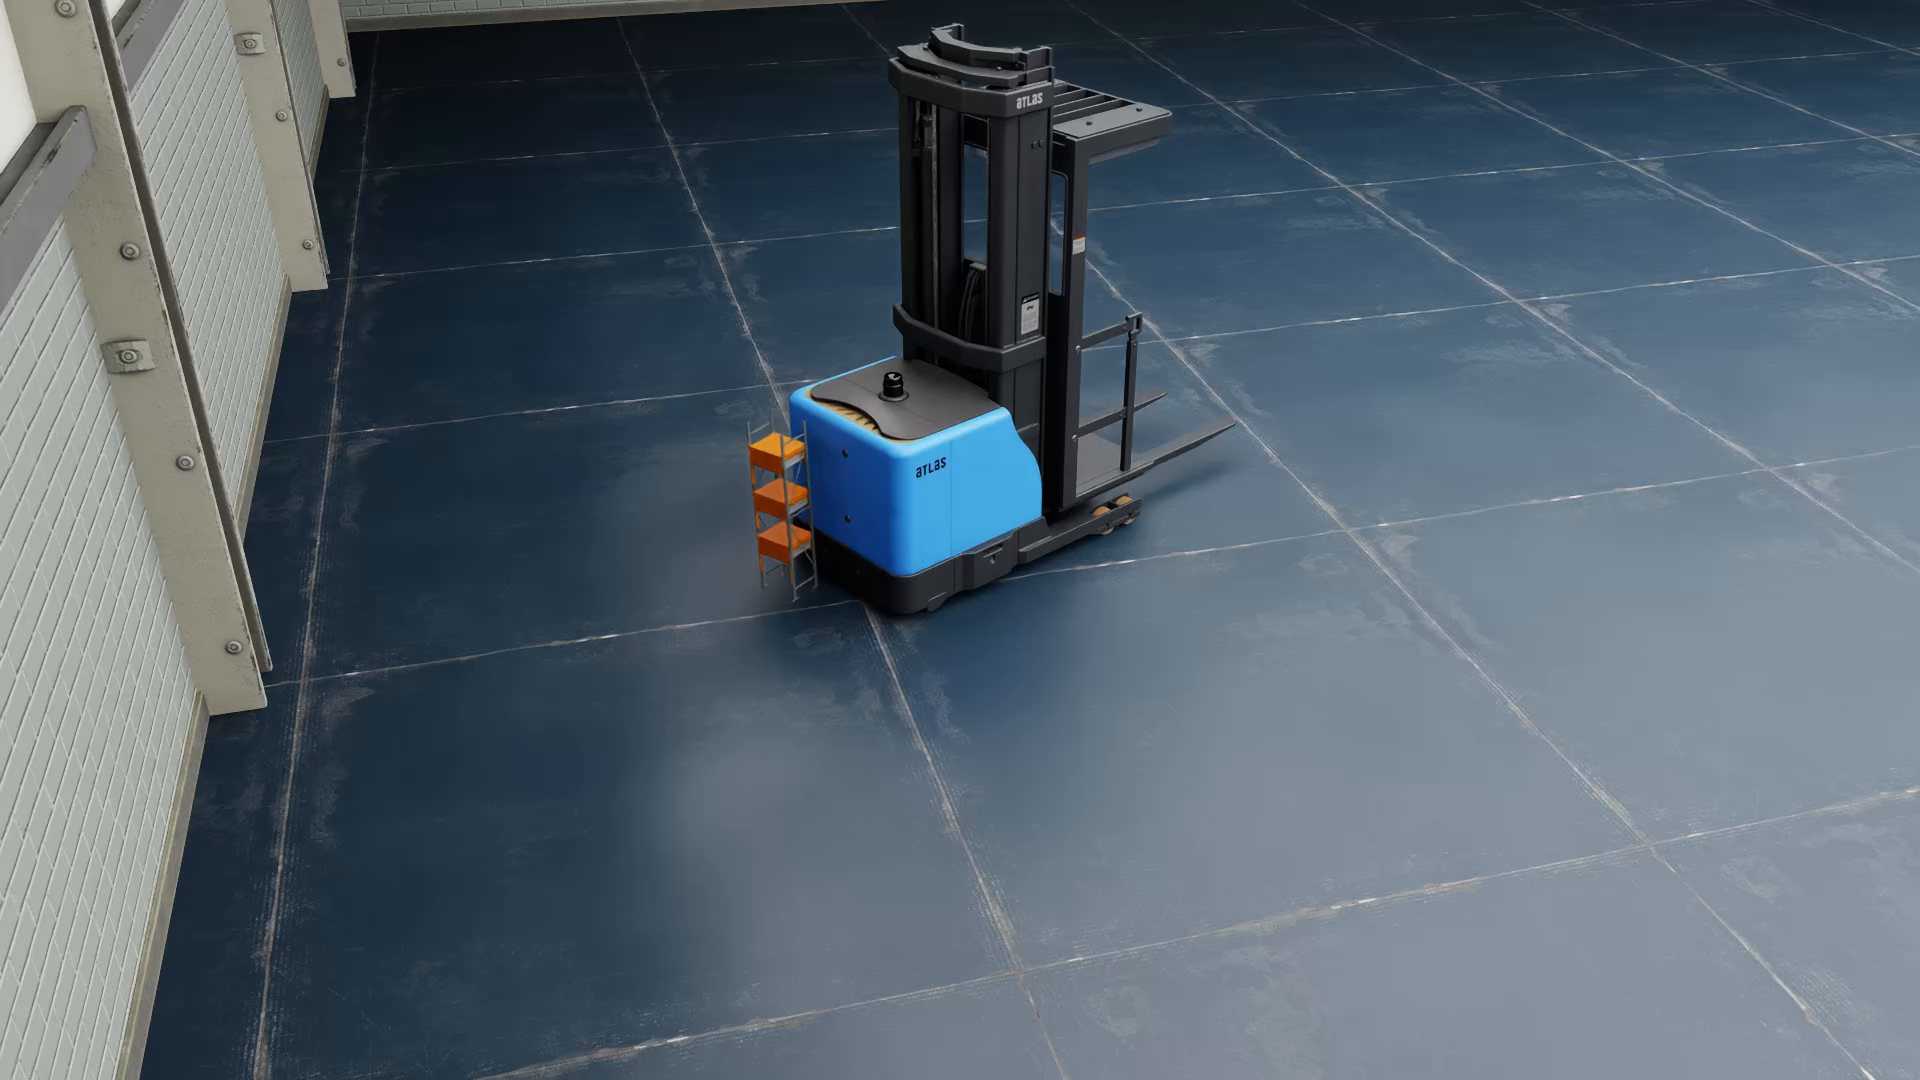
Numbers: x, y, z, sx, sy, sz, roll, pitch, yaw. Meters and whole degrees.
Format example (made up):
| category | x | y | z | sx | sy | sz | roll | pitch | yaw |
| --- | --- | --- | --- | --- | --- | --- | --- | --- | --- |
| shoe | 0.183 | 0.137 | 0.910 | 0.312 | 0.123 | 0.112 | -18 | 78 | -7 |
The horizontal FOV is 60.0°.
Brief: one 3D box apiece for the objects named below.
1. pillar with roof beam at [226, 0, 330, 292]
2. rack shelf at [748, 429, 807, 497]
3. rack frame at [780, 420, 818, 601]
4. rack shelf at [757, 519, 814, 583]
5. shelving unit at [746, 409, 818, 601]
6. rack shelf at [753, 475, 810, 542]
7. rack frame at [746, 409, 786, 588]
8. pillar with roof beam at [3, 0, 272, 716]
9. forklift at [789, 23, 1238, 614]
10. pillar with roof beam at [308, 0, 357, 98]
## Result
| category | x | y | z | sx | sy | sz | roll | pitch | yaw |
| --- | --- | --- | --- | --- | --- | --- | --- | --- | --- |
| pillar with roof beam | -1.191 | -6.585 | 12.375 | 9.100 | 9.000 | 0.400 | -8 | 31 | -13 |
| rack shelf | -0.991 | -0.422 | 9.110 | 0.240 | 0.259 | 0.215 | 20 | 36 | 31 |
| rack frame | -0.887 | -0.151 | 9.184 | 0.008 | 1.050 | 0.200 | 20 | 36 | 31 |
| rack shelf | -0.979 | 0.063 | 9.393 | 0.240 | 0.259 | 0.215 | 20 | 36 | 31 |
| shelving unit | -0.985 | -0.186 | 9.248 | 0.252 | 1.050 | 0.215 | 20 | 36 | 31 |
| rack shelf | -0.985 | -0.177 | 9.253 | 0.240 | 0.259 | 0.215 | 20 | 36 | 31 |
| rack frame | -1.083 | -0.221 | 9.312 | 0.008 | 1.050 | 0.200 | 20 | 36 | 31 |
| pillar with roof beam | 0.402 | -3.687 | 7.368 | 9.100 | 9.000 | 0.400 | -8 | 31 | -13 |
| forklift | 0.467 | -1.477 | 9.606 | 3.031 | 2.935 | 1.130 | -24 | 38 | -35 |
| pillar with roof beam | -2.783 | -9.483 | 17.381 | 9.100 | 9.000 | 0.400 | -8 | 31 | -13 |
